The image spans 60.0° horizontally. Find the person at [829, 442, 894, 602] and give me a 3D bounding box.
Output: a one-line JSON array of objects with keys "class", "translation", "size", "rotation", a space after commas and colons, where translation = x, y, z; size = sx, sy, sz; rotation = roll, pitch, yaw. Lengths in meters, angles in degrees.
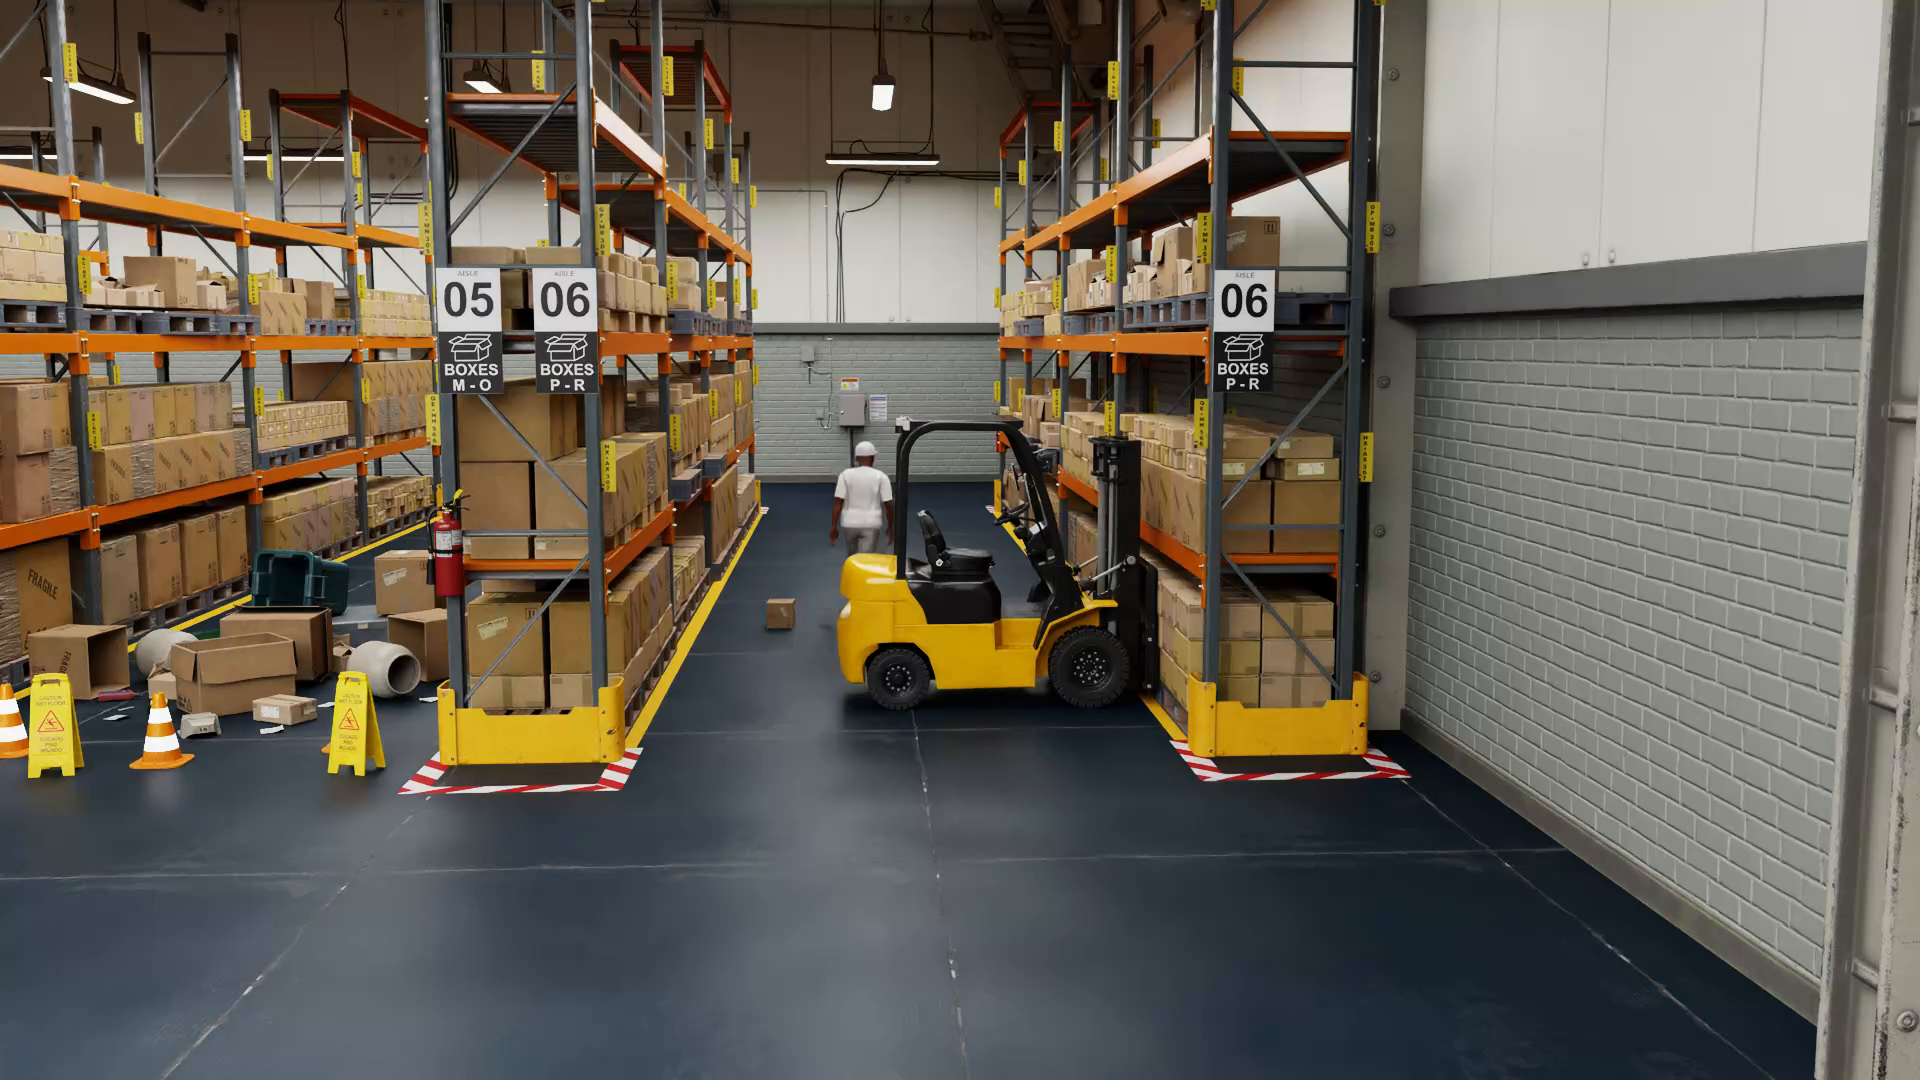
[{"class": "person", "translation": [-0.953, -0.139, 16.730], "size": [0.604, 1.699, 0.985], "rotation": [2, 7, 16]}]
